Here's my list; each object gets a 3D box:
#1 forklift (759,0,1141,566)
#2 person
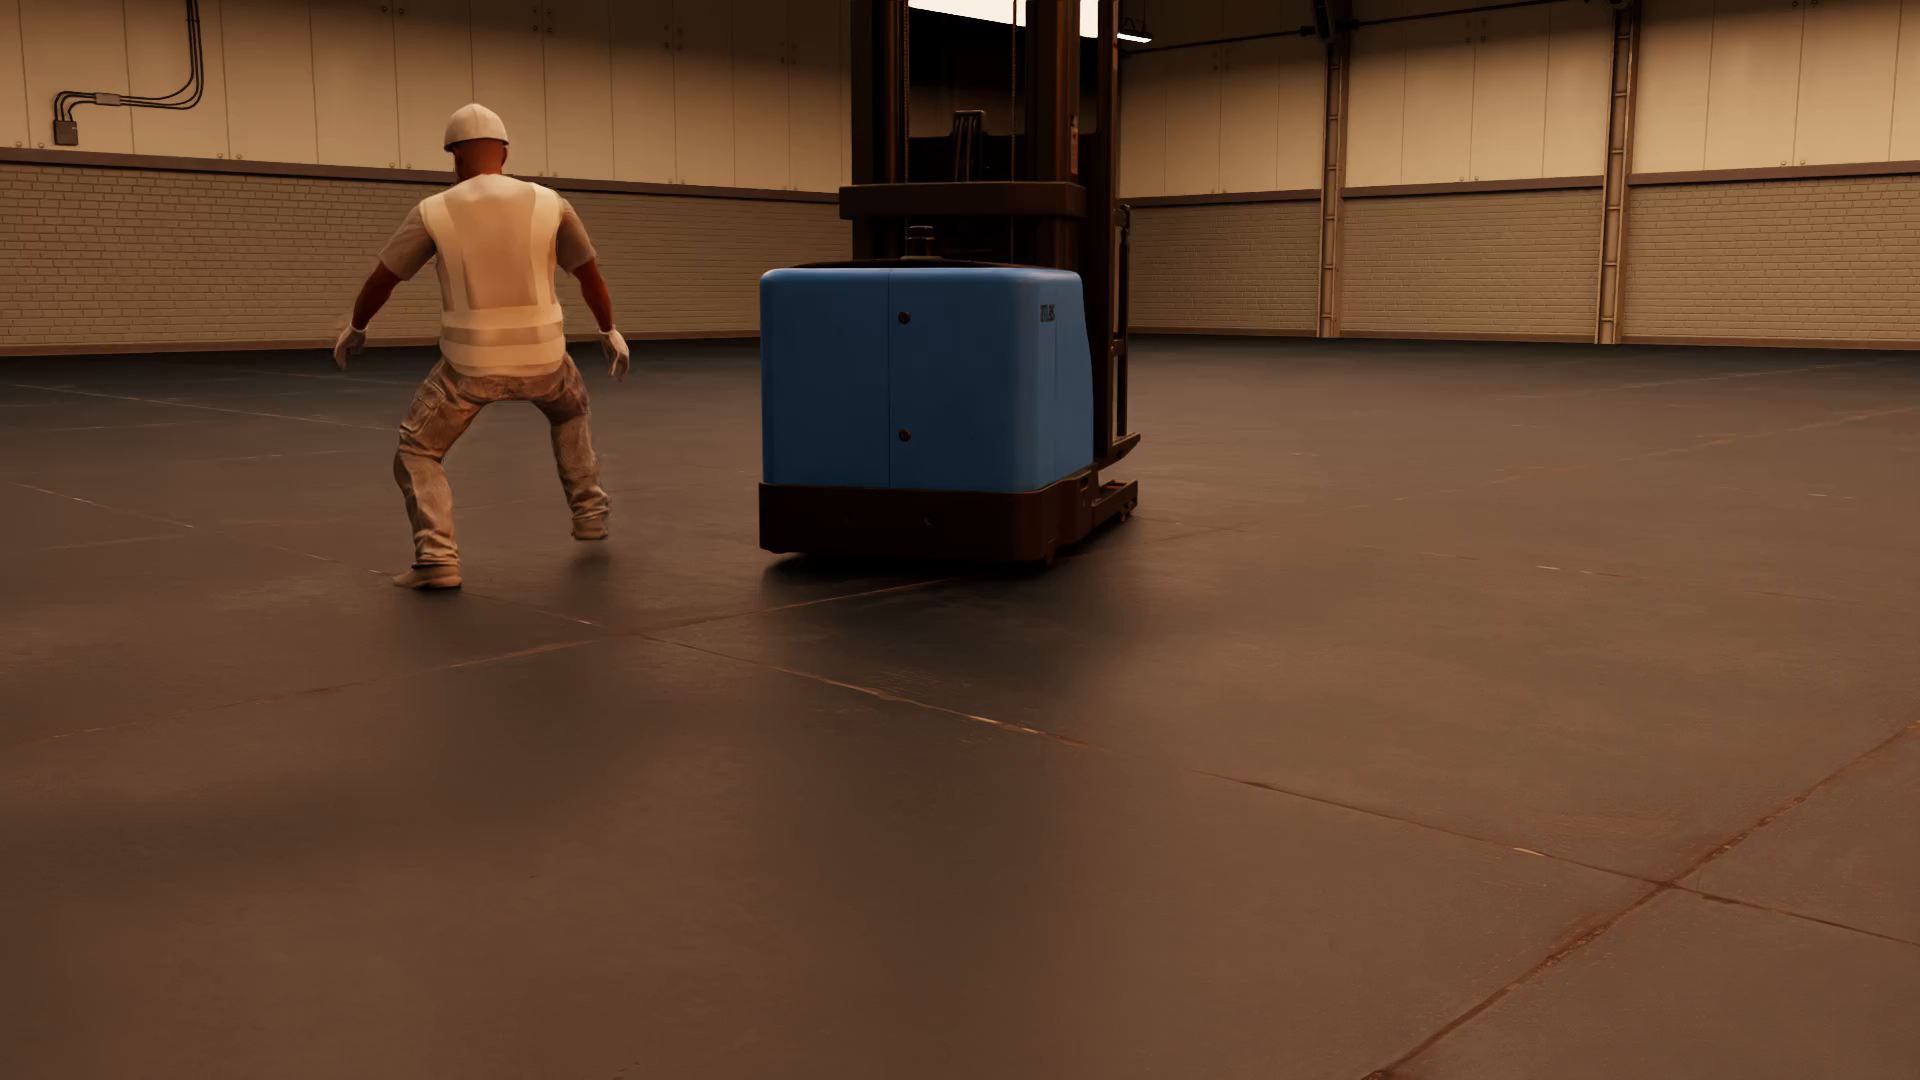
[{"bbox_3d":[0.169,-1.537,7.079,1.130,2.935,3.031,2,9,16],"label":"forklift"},{"bbox_3d":[-1.661,-0.685,5.863,1.014,1.656,0.671,-4,9,-22],"label":"person"}]
